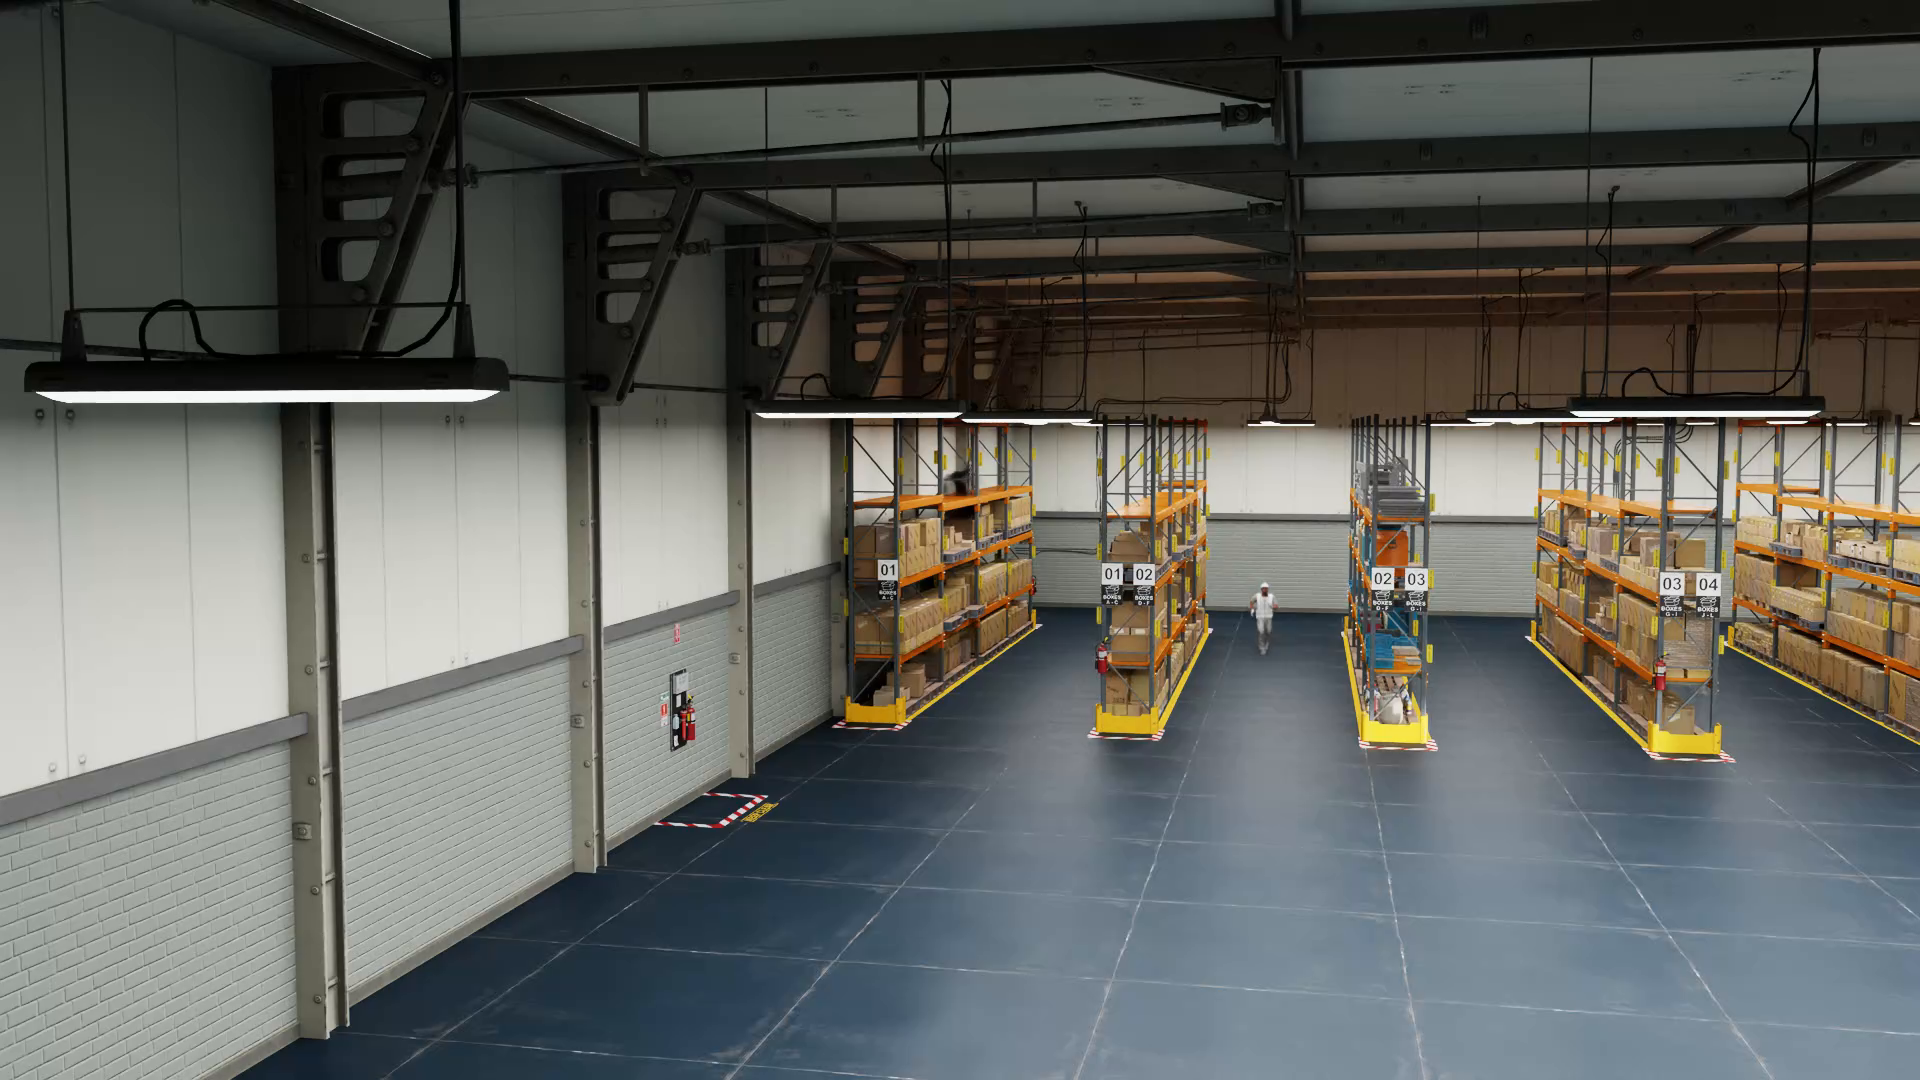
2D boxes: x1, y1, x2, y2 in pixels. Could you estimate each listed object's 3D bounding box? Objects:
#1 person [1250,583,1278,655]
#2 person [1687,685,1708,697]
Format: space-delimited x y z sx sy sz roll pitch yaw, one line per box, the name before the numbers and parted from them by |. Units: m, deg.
person | 7.760 1.981 42.360 0.683 1.772 0.998 0 4 2
person | 15.994 2.442 35.924 0.686 1.792 0.839 0 4 6
